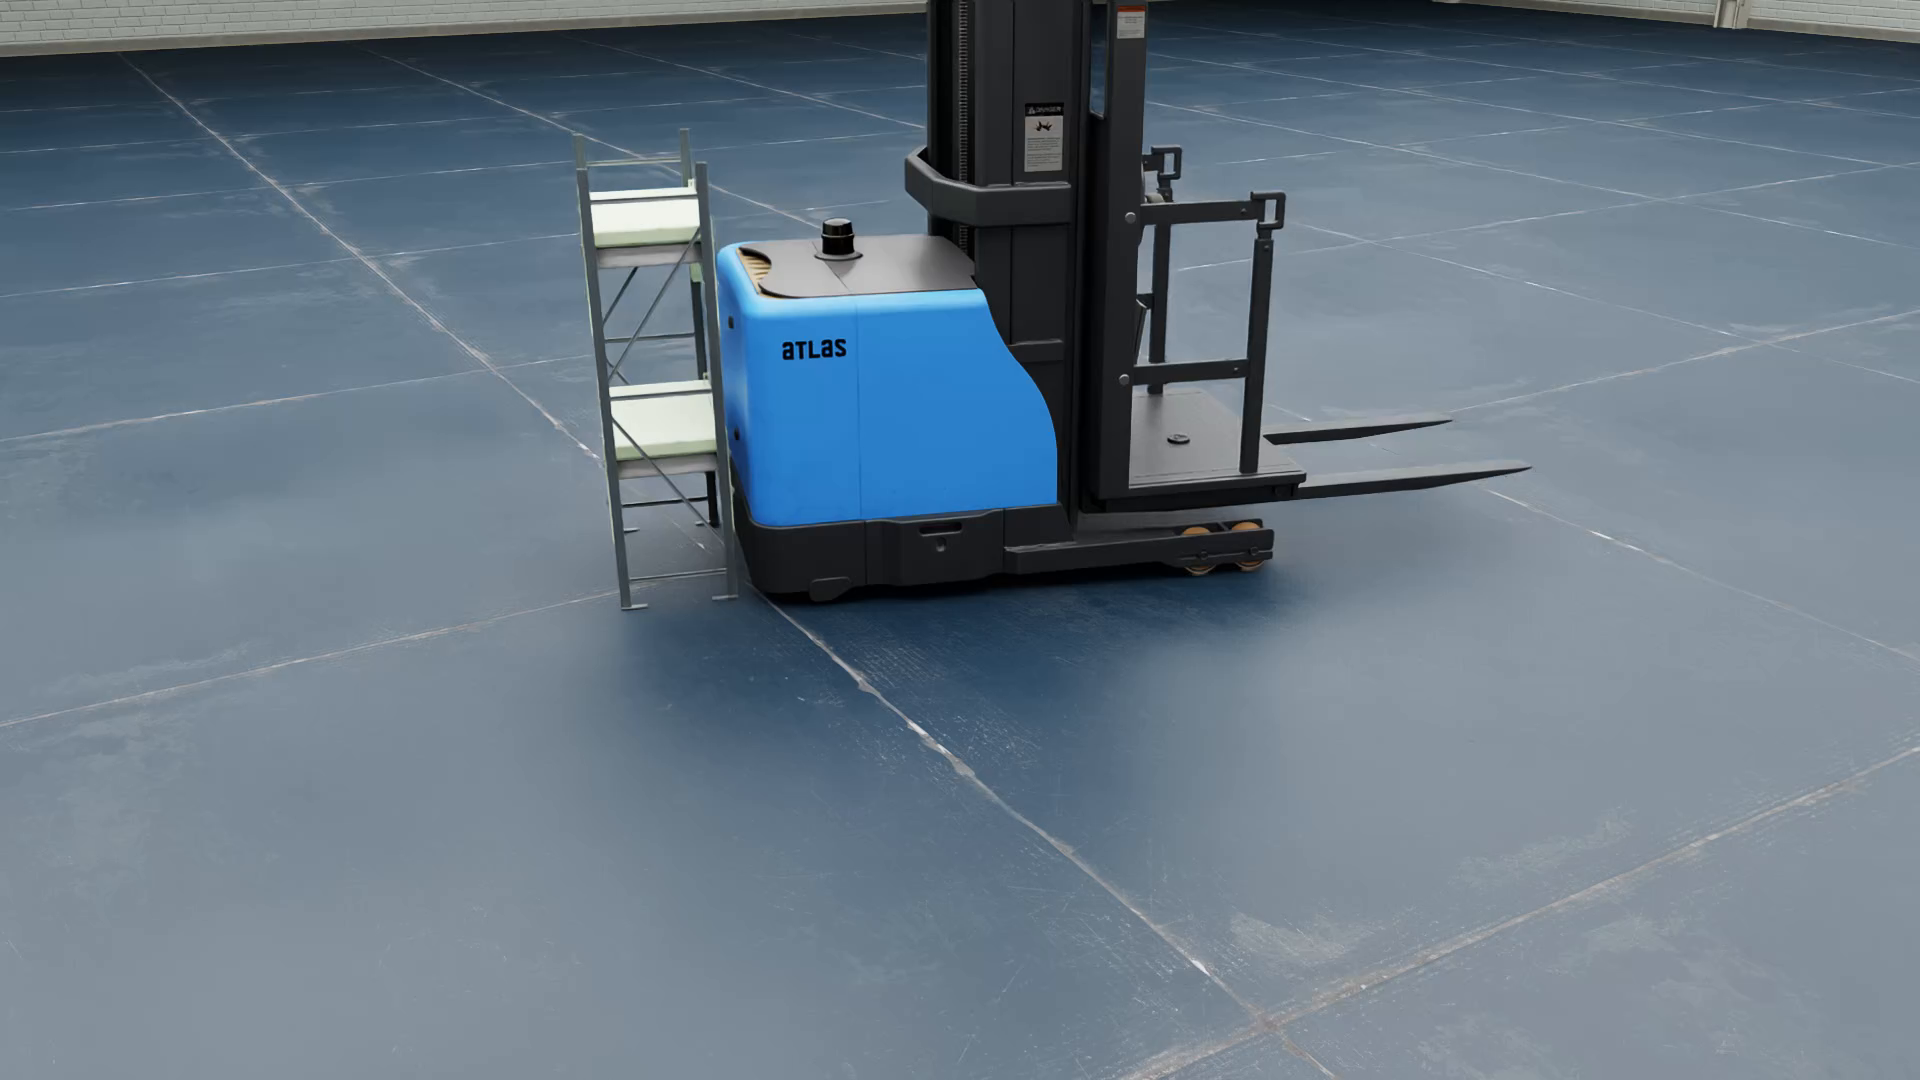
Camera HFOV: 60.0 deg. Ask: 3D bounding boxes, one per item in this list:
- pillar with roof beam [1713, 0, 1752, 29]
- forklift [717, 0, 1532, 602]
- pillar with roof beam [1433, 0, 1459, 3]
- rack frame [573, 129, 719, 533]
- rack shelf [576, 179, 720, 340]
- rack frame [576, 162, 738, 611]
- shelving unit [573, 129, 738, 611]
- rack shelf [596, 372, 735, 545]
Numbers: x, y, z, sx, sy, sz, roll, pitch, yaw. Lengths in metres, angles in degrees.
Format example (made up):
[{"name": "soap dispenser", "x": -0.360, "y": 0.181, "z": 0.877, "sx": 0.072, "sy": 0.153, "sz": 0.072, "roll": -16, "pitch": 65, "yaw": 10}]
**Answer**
[{"name": "pillar with roof beam", "x": 8.397, "y": -11.390, "z": 22.383, "sx": 9.100, "sy": 9.000, "sz": 0.400, "roll": -13, "pitch": 25, "yaw": -28}, {"name": "forklift", "x": 0.660, "y": -1.424, "z": 5.922, "sx": 3.031, "sy": 2.935, "sz": 1.130, "roll": -5, "pitch": 23, "yaw": -12}, {"name": "pillar with roof beam", "x": 5.332, "y": -13.332, "z": 27.162, "sx": 9.100, "sy": 9.000, "sz": 0.400, "roll": -13, "pitch": 25, "yaw": -28}, {"name": "rack frame", "x": -1.145, "y": -0.743, "z": 6.136, "sx": 0.400, "sy": 1.500, "sz": 0.023, "roll": -6, "pitch": 23, "yaw": -12}, {"name": "rack shelf", "x": -1.070, "y": -0.969, "z": 5.658, "sx": 0.431, "sy": 0.370, "sz": 0.720, "roll": -6, "pitch": 23, "yaw": -12}, {"name": "rack frame", "x": -0.982, "y": -0.474, "z": 5.475, "sx": 0.400, "sy": 1.500, "sz": 0.023, "roll": -6, "pitch": 23, "yaw": -12}, {"name": "shelving unit", "x": -1.063, "y": -0.608, "z": 5.806, "sx": 0.431, "sy": 1.500, "sz": 0.755, "roll": -6, "pitch": 23, "yaw": -12}, {"name": "rack shelf", "x": -1.058, "y": -0.307, "z": 5.930, "sx": 0.431, "sy": 0.370, "sz": 0.720, "roll": -6, "pitch": 23, "yaw": -12}]
